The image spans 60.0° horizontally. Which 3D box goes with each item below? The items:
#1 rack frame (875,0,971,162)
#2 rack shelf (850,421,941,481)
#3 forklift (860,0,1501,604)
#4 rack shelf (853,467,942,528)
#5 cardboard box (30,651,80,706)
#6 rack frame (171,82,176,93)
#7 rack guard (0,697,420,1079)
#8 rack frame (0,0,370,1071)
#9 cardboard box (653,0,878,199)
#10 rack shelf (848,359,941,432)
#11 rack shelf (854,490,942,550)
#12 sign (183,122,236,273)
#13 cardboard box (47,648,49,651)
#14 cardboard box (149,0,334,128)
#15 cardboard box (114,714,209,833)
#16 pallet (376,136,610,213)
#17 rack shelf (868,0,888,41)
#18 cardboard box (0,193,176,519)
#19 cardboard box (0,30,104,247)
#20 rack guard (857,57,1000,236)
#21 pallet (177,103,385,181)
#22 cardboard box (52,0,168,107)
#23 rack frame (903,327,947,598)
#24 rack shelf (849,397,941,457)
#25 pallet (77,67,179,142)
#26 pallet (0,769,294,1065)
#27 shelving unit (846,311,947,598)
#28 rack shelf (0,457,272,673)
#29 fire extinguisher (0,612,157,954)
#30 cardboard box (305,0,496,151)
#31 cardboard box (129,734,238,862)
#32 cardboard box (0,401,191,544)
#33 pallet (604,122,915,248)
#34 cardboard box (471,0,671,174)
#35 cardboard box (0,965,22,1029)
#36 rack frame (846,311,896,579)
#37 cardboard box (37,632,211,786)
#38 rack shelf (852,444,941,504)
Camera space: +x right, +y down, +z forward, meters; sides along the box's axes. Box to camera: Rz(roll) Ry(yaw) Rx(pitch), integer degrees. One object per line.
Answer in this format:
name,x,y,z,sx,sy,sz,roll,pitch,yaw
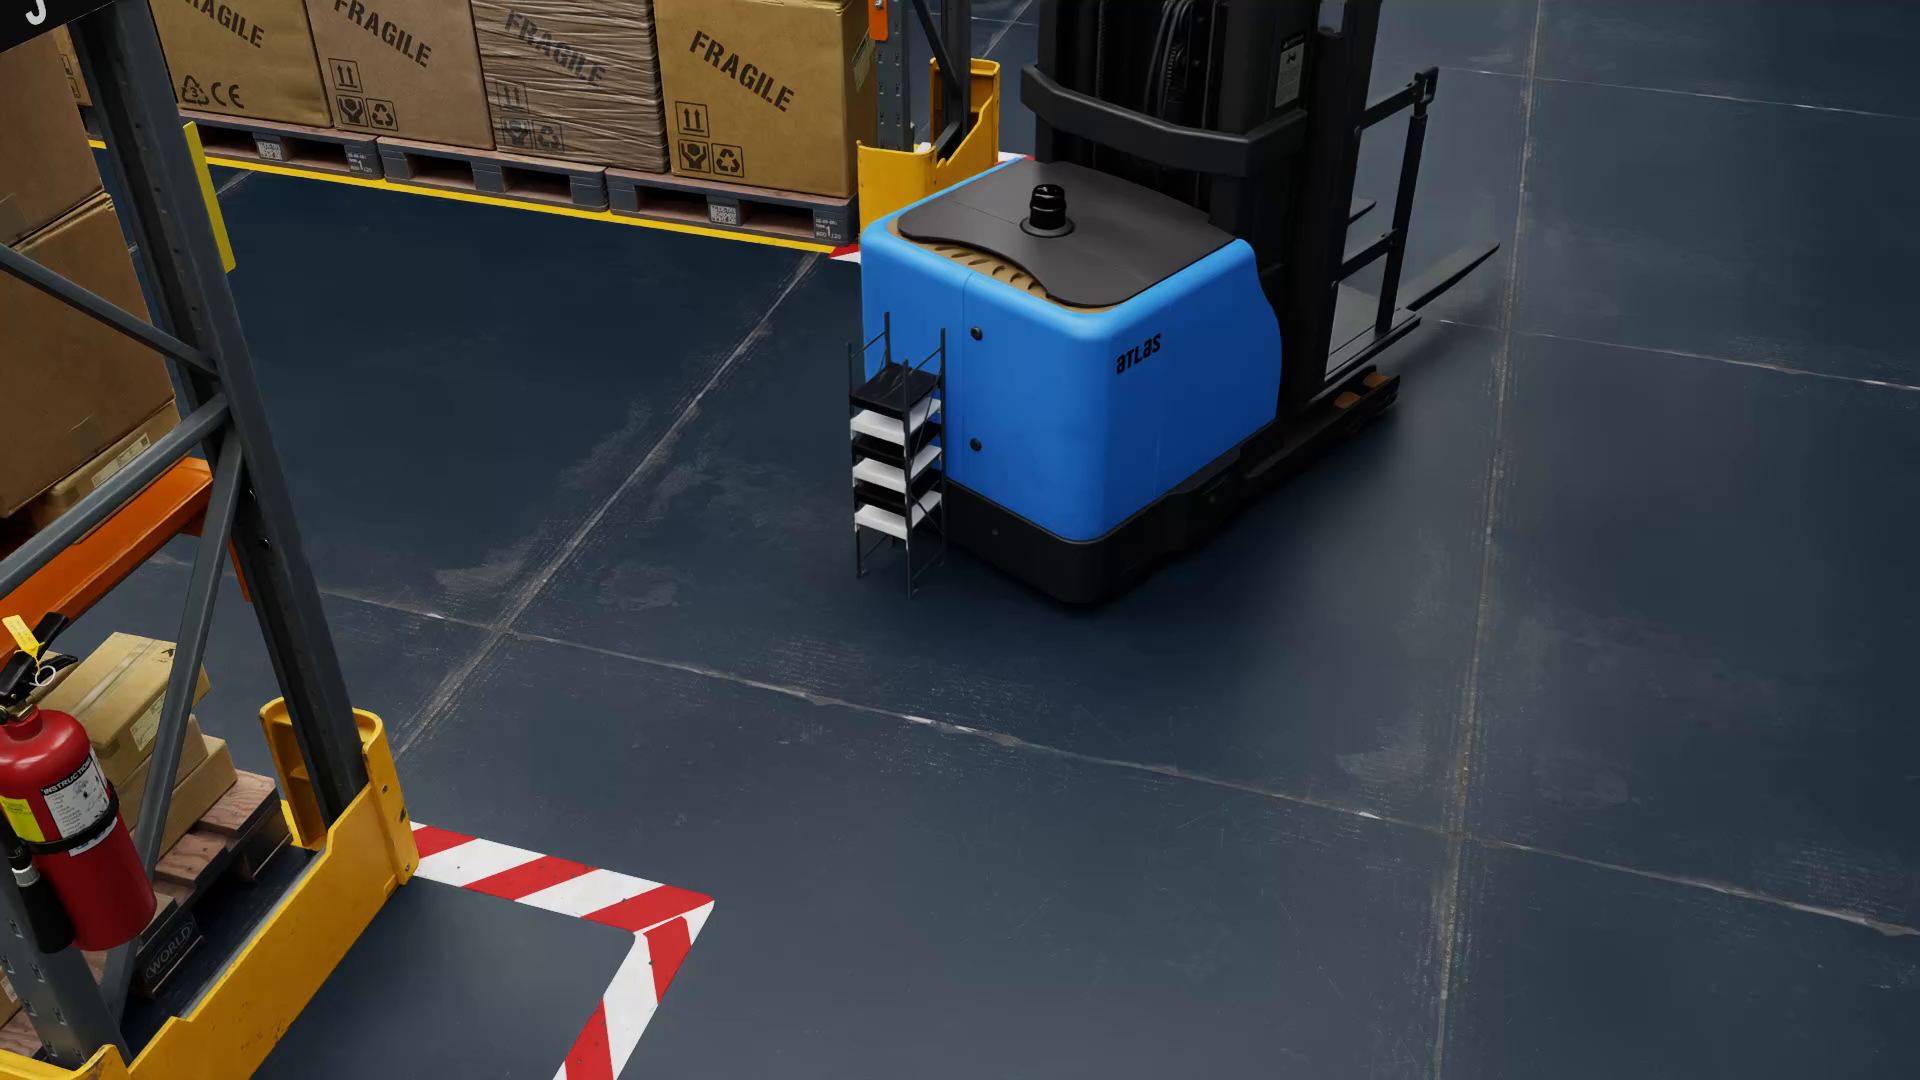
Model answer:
rack frame,-0.153,-2.822,7.054,0.127,3.000,1.000,10,38,14
rack shelf,-0.196,-0.308,5.314,0.200,0.077,0.258,19,40,24
forklift,1.037,-1.759,5.667,1.130,2.935,3.031,29,45,33
rack shelf,-0.196,-0.163,5.421,0.200,0.077,0.258,19,40,24
cardboard box,-2.426,0.441,4.170,0.250,0.149,0.380,11,38,15
rack frame,-3.971,-3.529,8.014,0.127,3.000,1.000,10,38,14
rack guard,-1.801,0.960,4.024,0.348,0.500,1.175,10,38,14
rack frame,-1.728,-0.033,3.265,0.127,3.000,1.000,10,38,14
cardboard box,-0.787,-2.203,7.651,0.875,0.875,0.875,10,38,14
rack shelf,-0.196,-0.453,5.207,0.200,0.077,0.258,19,40,24
rack shelf,-0.196,-0.091,5.474,0.200,0.077,0.258,19,40,24
sign,-1.567,-0.689,3.425,0.005,0.325,0.100,10,38,14
cardboard box,-2.628,0.323,4.329,0.250,0.149,0.380,10,38,14
cardboard box,-3.365,-2.680,8.299,0.875,0.875,0.875,10,38,14
cardboard box,-2.152,0.588,4.220,0.250,0.149,0.380,12,38,16
pallet,-2.100,-2.013,8.306,1.213,0.211,1.003,10,38,14
rack shelf,-2.062,-2.886,7.747,4.000,0.370,1.077,10,38,14
cardboard box,-2.074,-0.429,3.467,0.500,0.500,0.500,12,38,16
cardboard box,-2.078,-0.826,3.163,0.500,0.500,0.500,10,38,14
rack guard,-0.130,-1.811,7.789,0.348,0.500,1.175,10,38,14
pallet,-3.268,-2.227,8.598,1.213,0.211,1.003,10,38,14
cardboard box,-4.588,-2.944,8.658,0.875,0.875,1.225,11,38,14
rack frame,-0.107,-0.232,5.307,0.006,0.900,0.240,19,40,24
rack shelf,-0.196,-0.381,5.261,0.200,0.077,0.258,19,40,24
pallet,-4.730,-2.500,8.968,1.213,0.211,1.003,10,38,14
pallet,-2.566,0.913,4.332,1.213,0.211,1.003,10,38,14
shelving unit,-0.196,-0.263,5.348,0.210,0.900,0.258,19,40,24
rack shelf,-3.637,-0.097,3.958,4.000,0.370,1.077,10,38,14
fire extinguisher,-1.625,0.454,2.983,0.183,0.674,0.296,10,38,14
cardboard box,-2.506,-2.521,8.083,0.875,0.875,0.875,10,38,14
cardboard box,-2.133,0.672,4.357,0.250,0.149,0.380,11,38,15
cardboard box,-1.940,-0.175,3.669,0.250,0.149,0.380,10,38,14
pallet,-0.939,-1.796,8.012,1.213,0.211,1.003,10,38,14
cardboard box,-1.656,-2.364,7.870,0.875,0.875,0.875,10,38,14
cardboard box,-2.293,0.971,3.952,0.250,0.149,0.380,11,38,15
rack frame,-0.284,-0.293,5.389,0.006,0.900,0.240,19,40,24
cardboard box,-2.127,0.421,4.196,0.250,0.149,0.380,9,37,12
rack shelf,-0.196,-0.236,5.367,0.200,0.077,0.258,19,40,24
